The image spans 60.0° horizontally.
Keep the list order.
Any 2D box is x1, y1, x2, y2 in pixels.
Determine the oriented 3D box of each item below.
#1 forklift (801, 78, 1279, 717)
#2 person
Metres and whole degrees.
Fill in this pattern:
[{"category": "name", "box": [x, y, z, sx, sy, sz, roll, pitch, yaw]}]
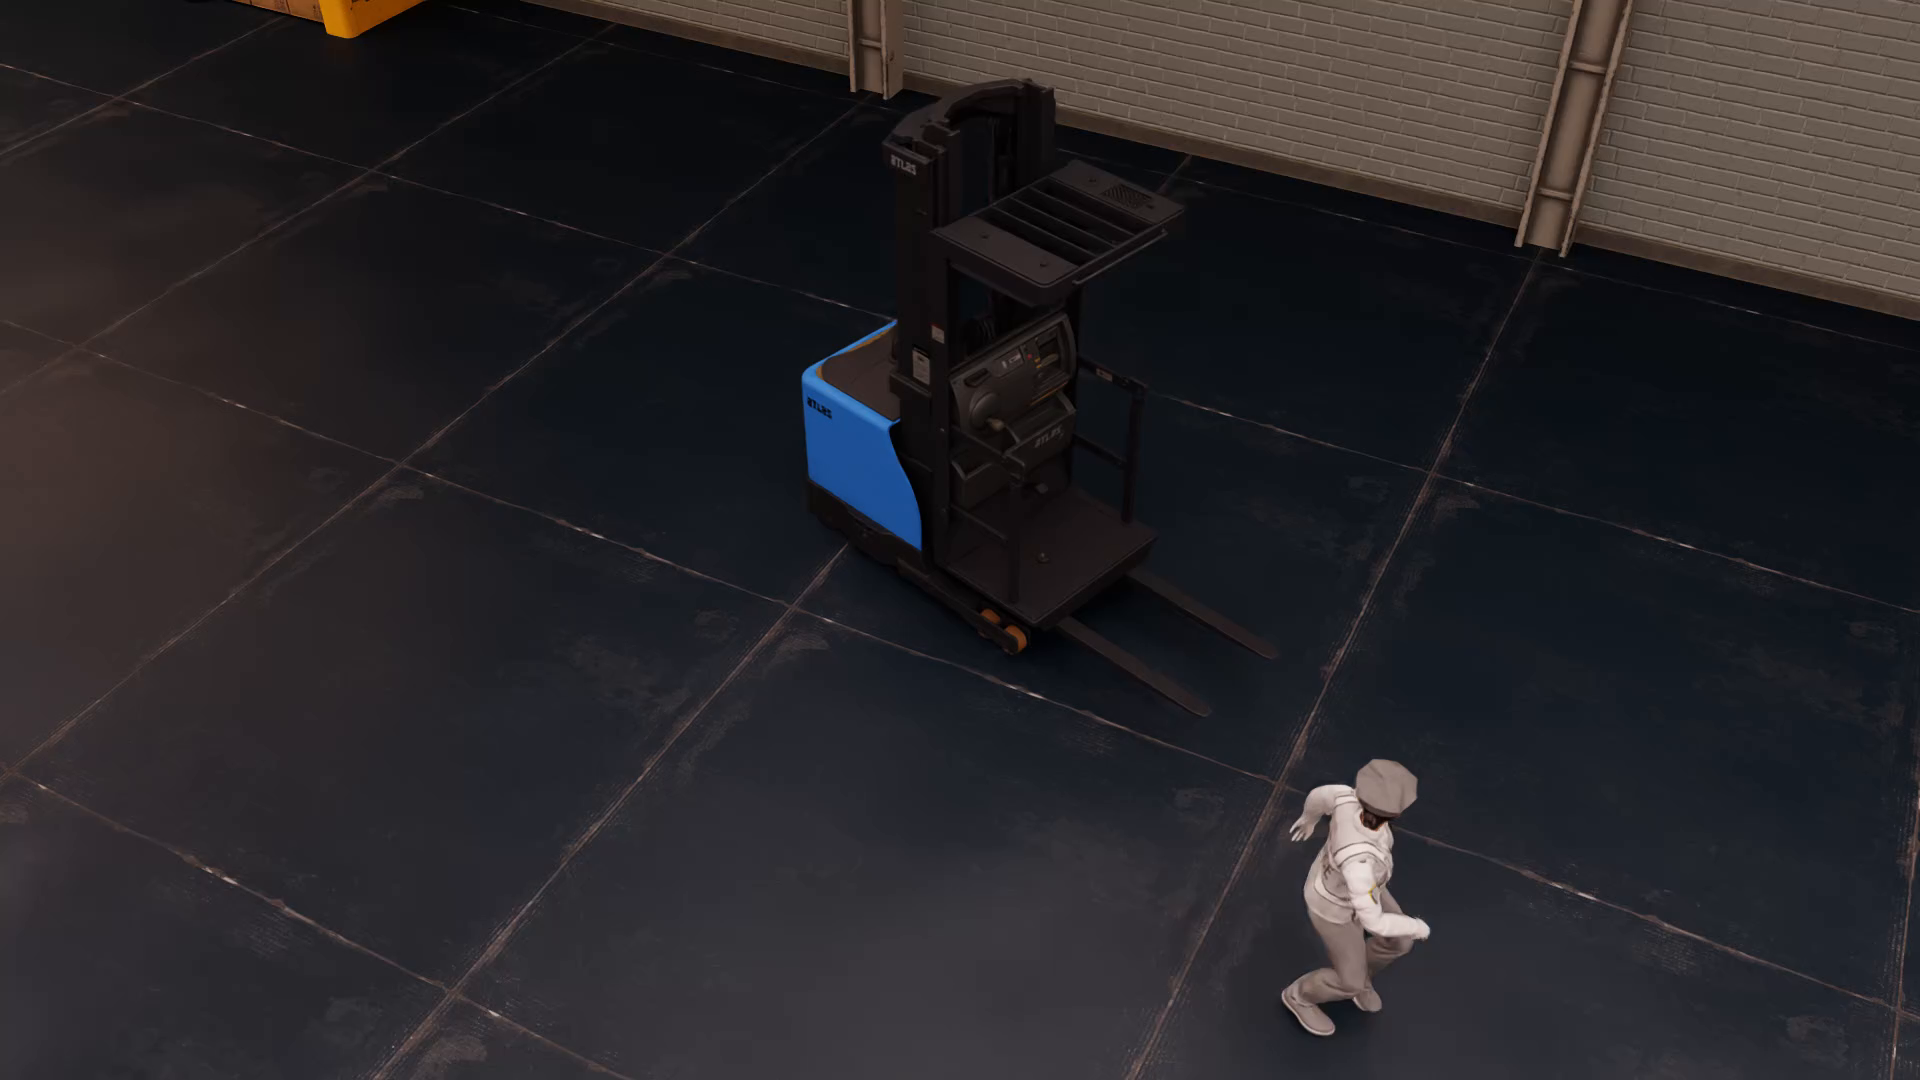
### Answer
[{"category": "forklift", "box": [0.450, -0.849, 8.995, 3.031, 2.935, 1.130, 32, 50, 32]}, {"category": "person", "box": [1.688, 1.566, 7.199, 0.706, 1.638, 0.617, 17, 43, 20]}]
